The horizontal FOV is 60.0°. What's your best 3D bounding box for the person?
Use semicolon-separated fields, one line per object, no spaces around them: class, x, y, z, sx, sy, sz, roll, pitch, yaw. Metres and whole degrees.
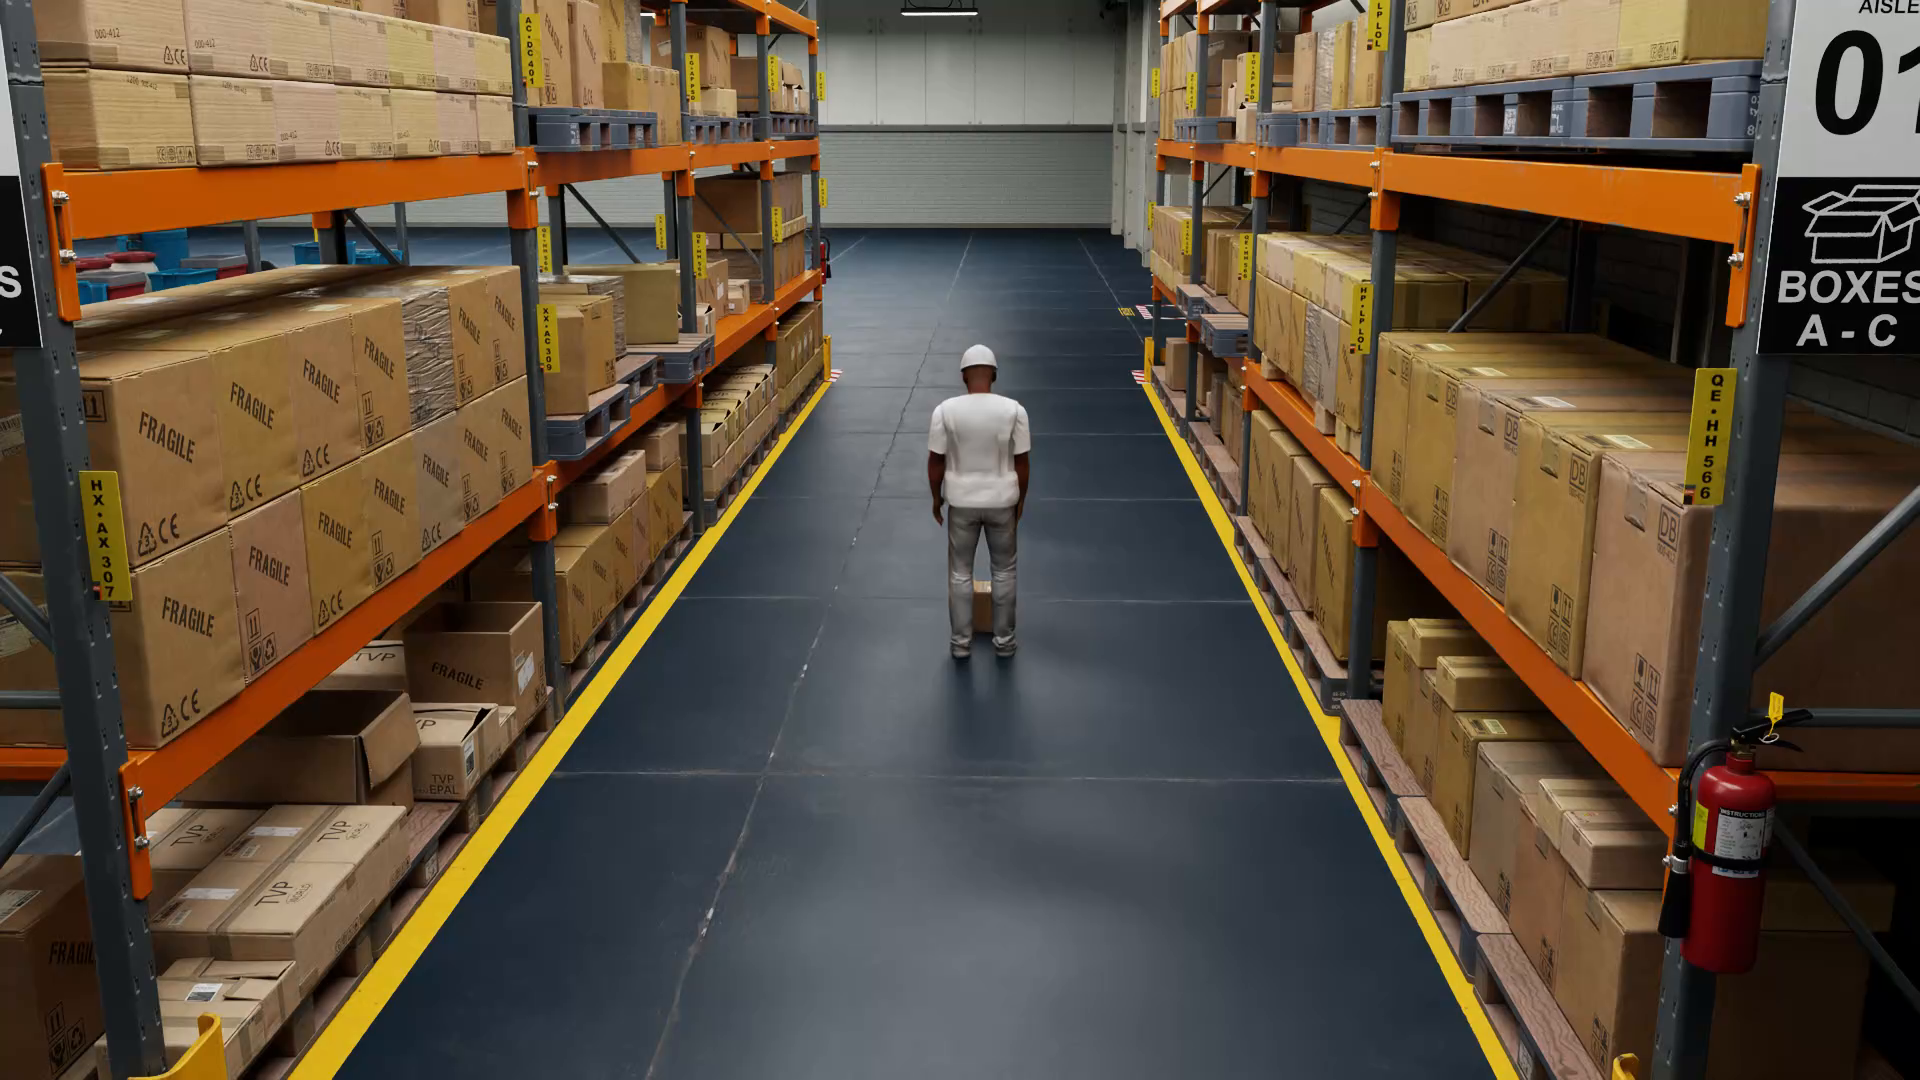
person;0.107;-0.211;9.335;0.571;1.757;0.379;1;14;3
